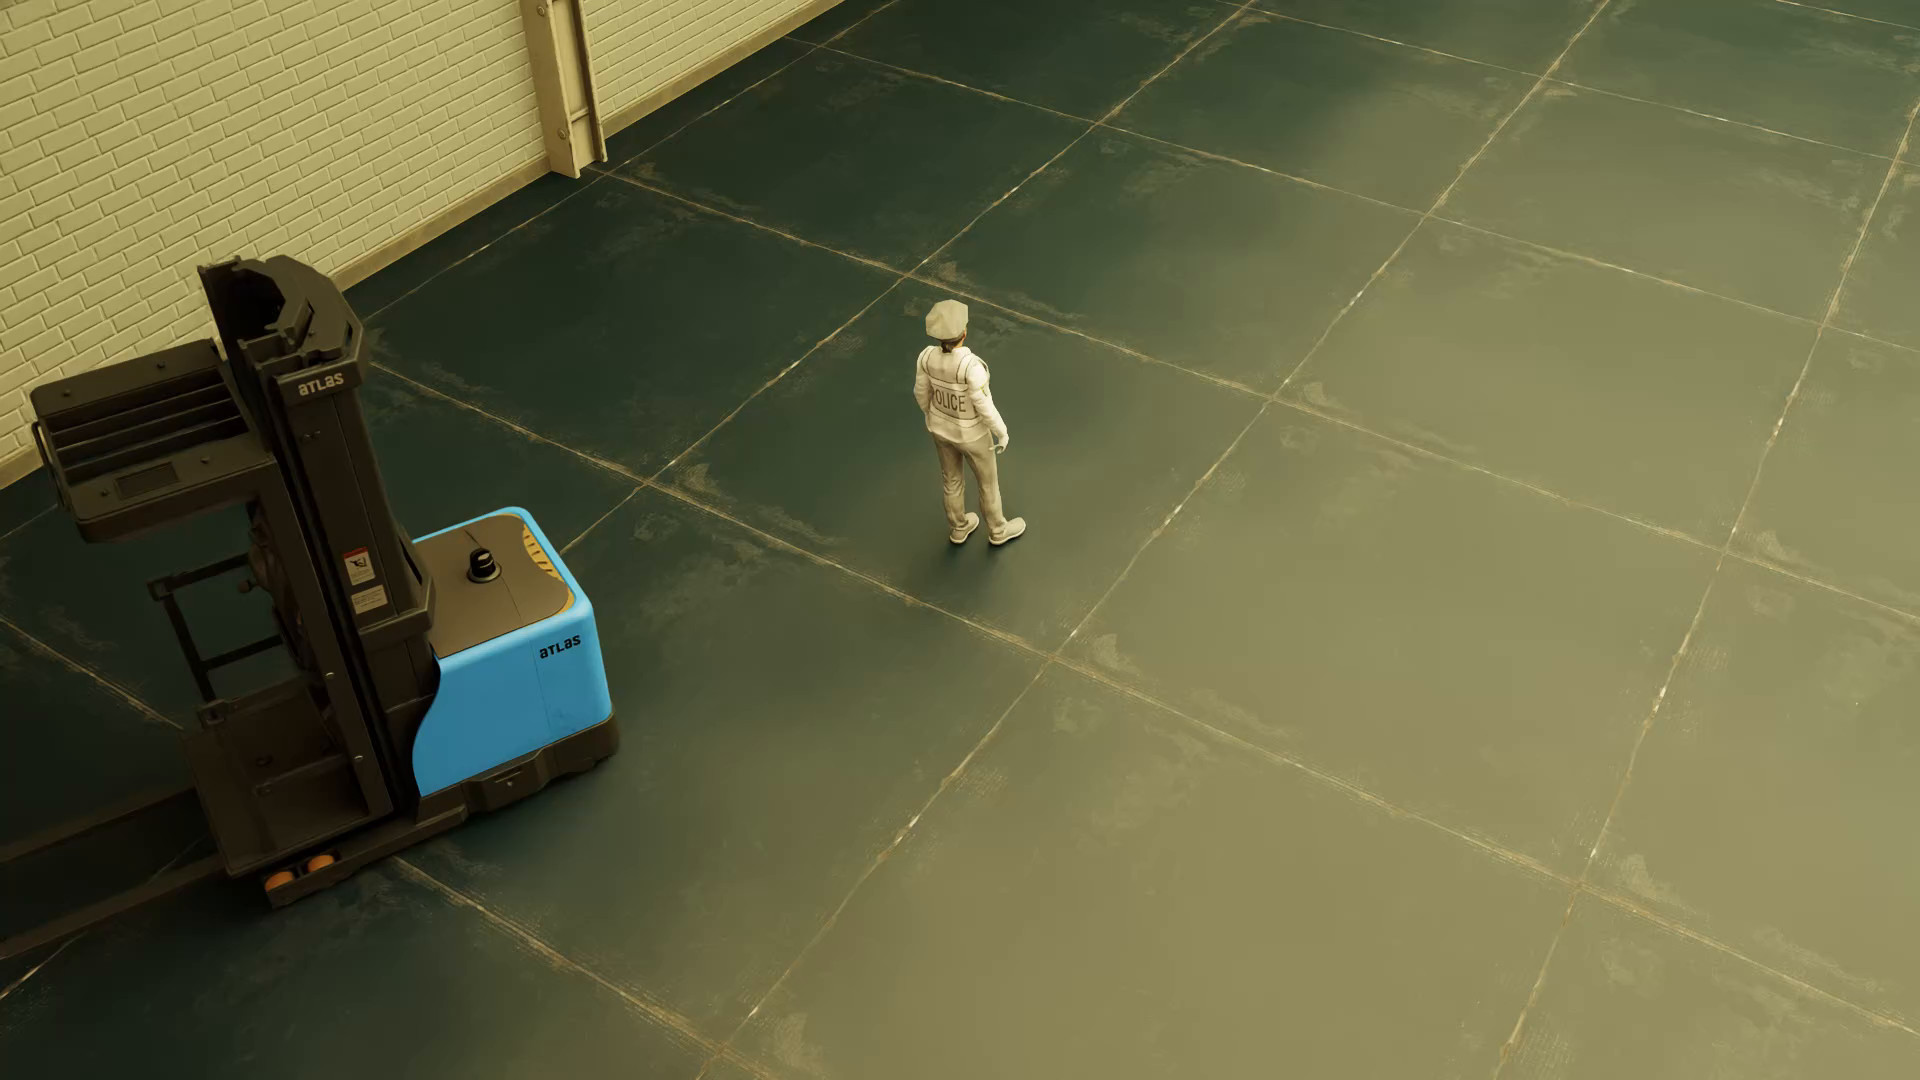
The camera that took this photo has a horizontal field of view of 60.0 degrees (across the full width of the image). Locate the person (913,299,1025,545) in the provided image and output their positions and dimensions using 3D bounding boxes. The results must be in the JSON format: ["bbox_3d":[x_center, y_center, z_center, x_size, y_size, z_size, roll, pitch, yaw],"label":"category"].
[{"bbox_3d":[0.042,-0.687,9.723,0.588,1.695,0.531,22,45,24],"label":"person"}]

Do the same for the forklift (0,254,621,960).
[{"bbox_3d":[-3.327,0.273,7.644,3.031,2.935,1.130,-22,45,-24],"label":"forklift"}]
